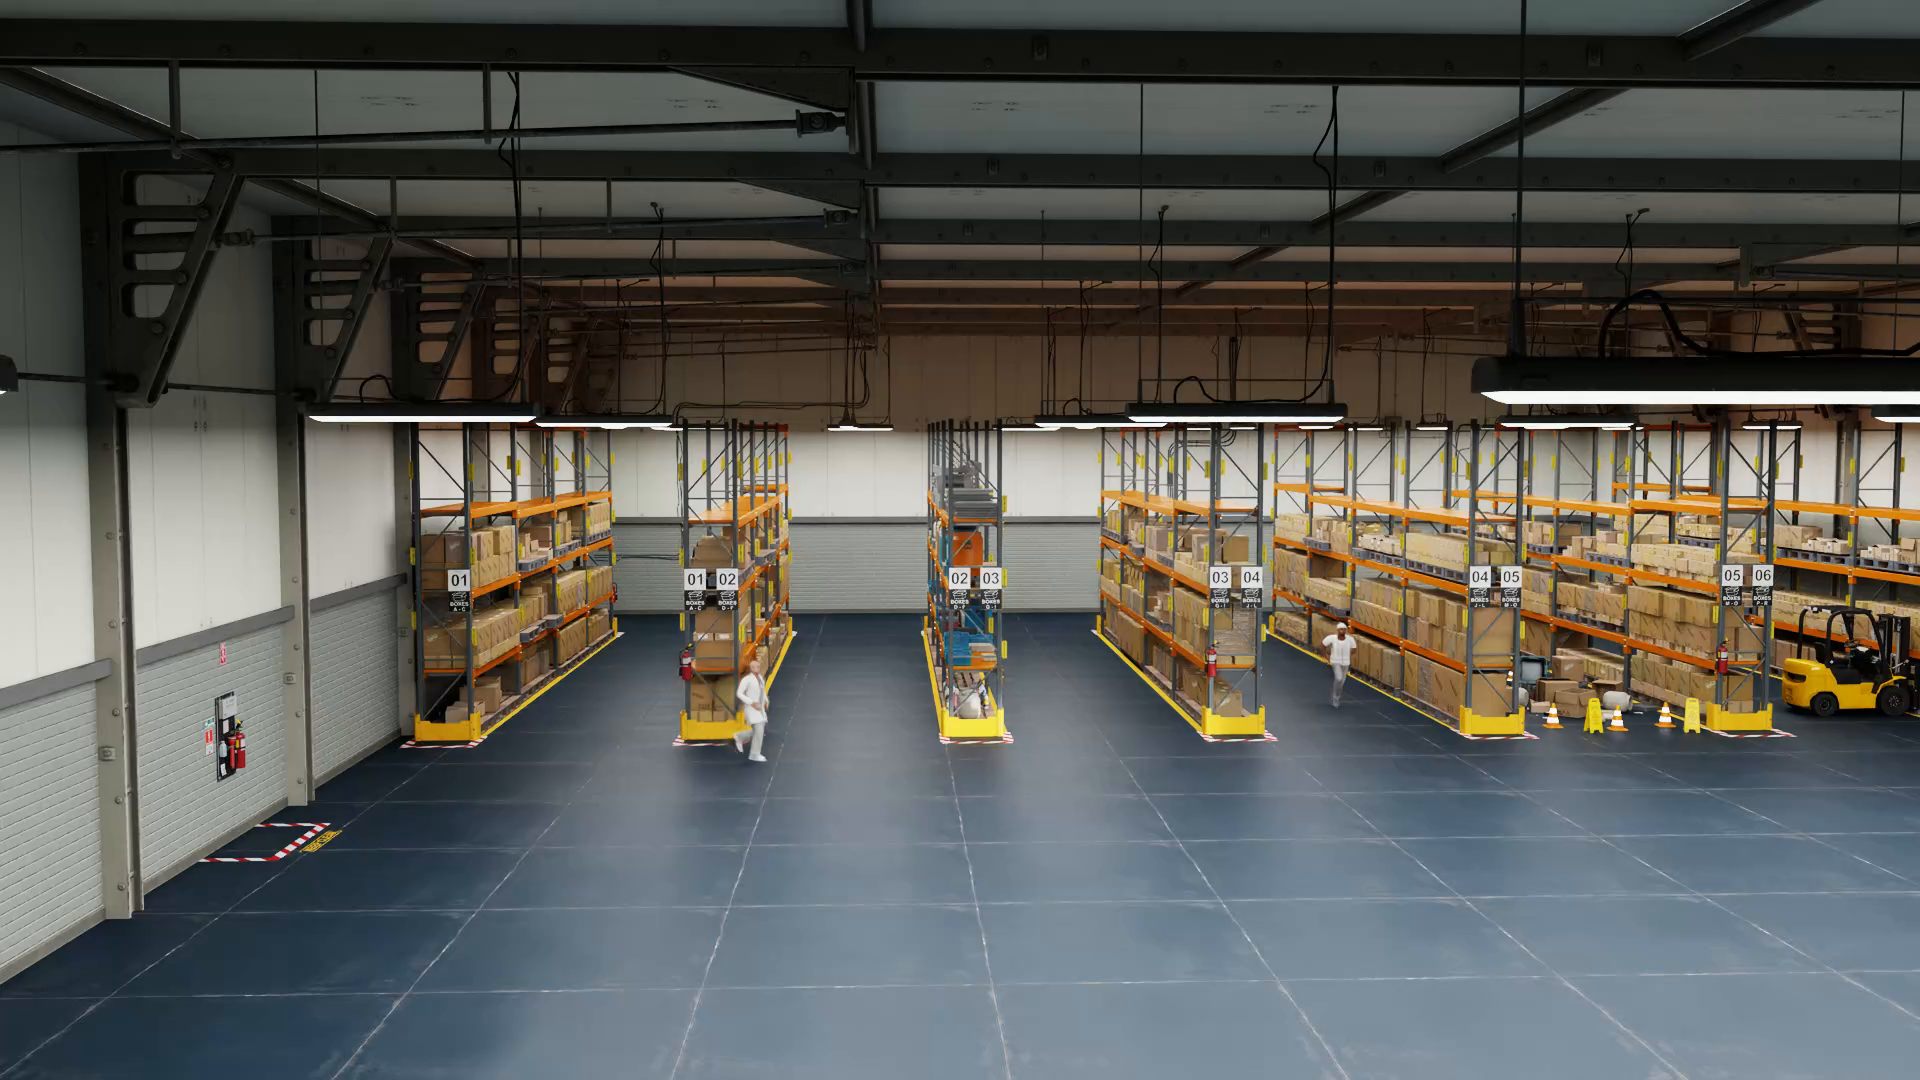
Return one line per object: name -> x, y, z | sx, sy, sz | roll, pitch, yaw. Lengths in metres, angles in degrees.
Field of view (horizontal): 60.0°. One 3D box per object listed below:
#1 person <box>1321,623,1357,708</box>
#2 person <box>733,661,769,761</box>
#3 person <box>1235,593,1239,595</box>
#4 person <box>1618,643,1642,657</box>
person -> 7.976, 2.624, 34.898 | 0.676, 1.788, 0.784 | -1, 4, -9
person -> -3.681, 3.001, 29.303 | 0.745, 1.754, 0.755 | 2, 4, 27
person -> 7.677, 1.914, 47.603 | 0.610, 1.511, 0.566 | 3, 5, 36
person -> 16.614, 2.308, 41.240 | 0.595, 1.613, 0.890 | 0, 4, -4
